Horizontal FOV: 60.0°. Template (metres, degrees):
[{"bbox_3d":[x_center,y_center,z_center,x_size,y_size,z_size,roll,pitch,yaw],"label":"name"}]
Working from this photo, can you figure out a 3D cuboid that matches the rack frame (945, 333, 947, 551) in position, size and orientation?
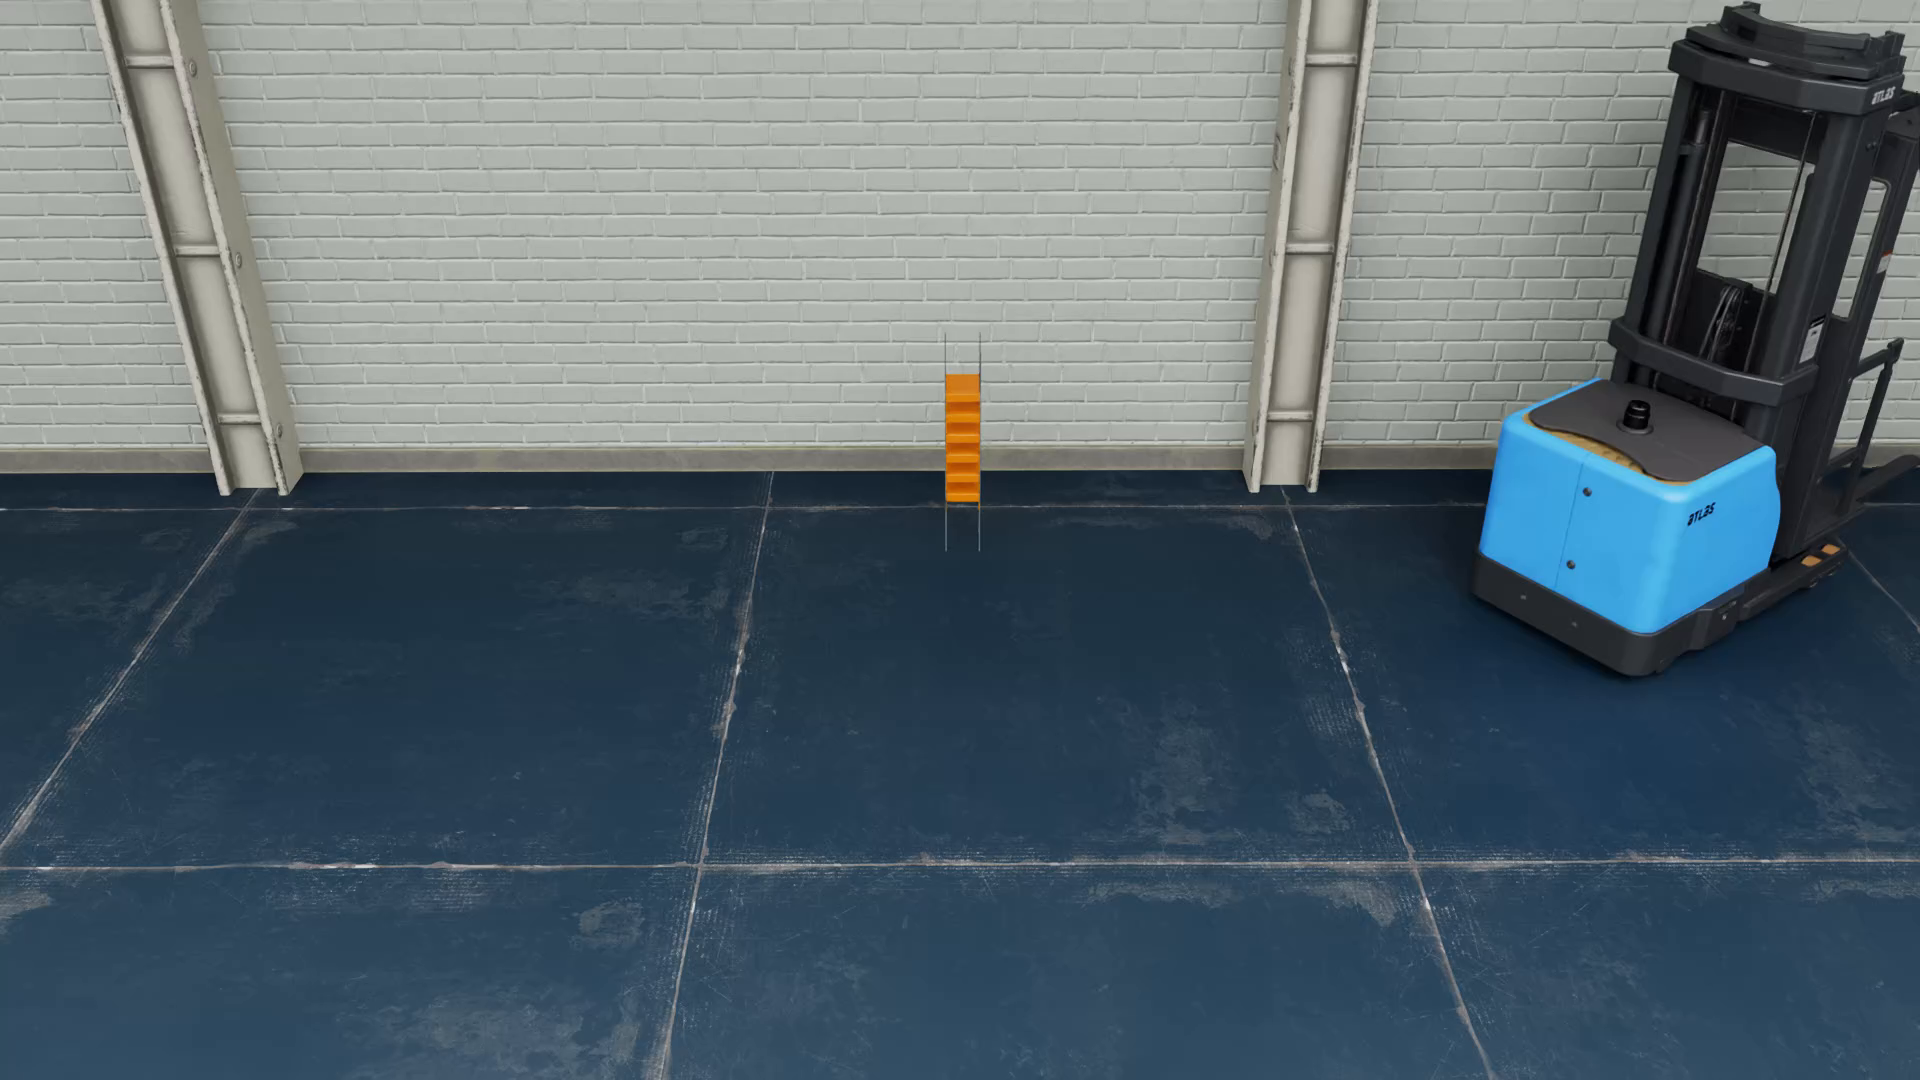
[{"bbox_3d":[-0.077,-0.513,8.938,0.006,1.200,0.240,0,31,0],"label":"rack frame"}]

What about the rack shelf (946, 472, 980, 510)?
[{"bbox_3d":[0.014,-0.270,9.086,0.180,0.103,0.258,0,31,0],"label":"rack shelf"}]

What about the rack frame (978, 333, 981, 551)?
[{"bbox_3d":[0.106,-0.513,8.939,0.006,1.200,0.240,0,31,0],"label":"rack frame"}]

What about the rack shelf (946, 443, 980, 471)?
[{"bbox_3d":[0.014,-0.475,8.962,0.180,0.103,0.258,0,31,0],"label":"rack shelf"}]

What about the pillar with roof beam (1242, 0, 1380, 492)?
[{"bbox_3d":[1.915,-1.974,3.828,0.400,9.000,9.100,0,31,0],"label":"pillar with roof beam"}]

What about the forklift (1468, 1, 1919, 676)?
[{"bbox_3d":[4.142,-1.200,8.403,3.031,2.935,1.130,-21,37,-31],"label":"forklift"}]

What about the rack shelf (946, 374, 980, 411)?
[{"bbox_3d":[0.014,-0.783,8.775,0.180,0.103,0.258,0,31,0],"label":"rack shelf"}]

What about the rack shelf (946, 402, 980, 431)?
[{"bbox_3d":[0.014,-0.680,8.837,0.180,0.103,0.258,0,31,0],"label":"rack shelf"}]

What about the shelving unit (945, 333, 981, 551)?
[{"bbox_3d":[0.014,-0.513,8.939,0.189,1.200,0.258,0,31,0],"label":"shelving unit"}]

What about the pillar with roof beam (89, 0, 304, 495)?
[{"bbox_3d":[-4.085,-1.955,3.797,0.400,9.000,9.100,0,31,0],"label":"pillar with roof beam"}]

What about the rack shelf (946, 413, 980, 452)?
[{"bbox_3d":[0.014,-0.578,8.900,0.180,0.103,0.258,0,31,0],"label":"rack shelf"}]

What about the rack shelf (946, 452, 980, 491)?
[{"bbox_3d":[0.014,-0.372,9.024,0.180,0.103,0.258,0,31,0],"label":"rack shelf"}]
